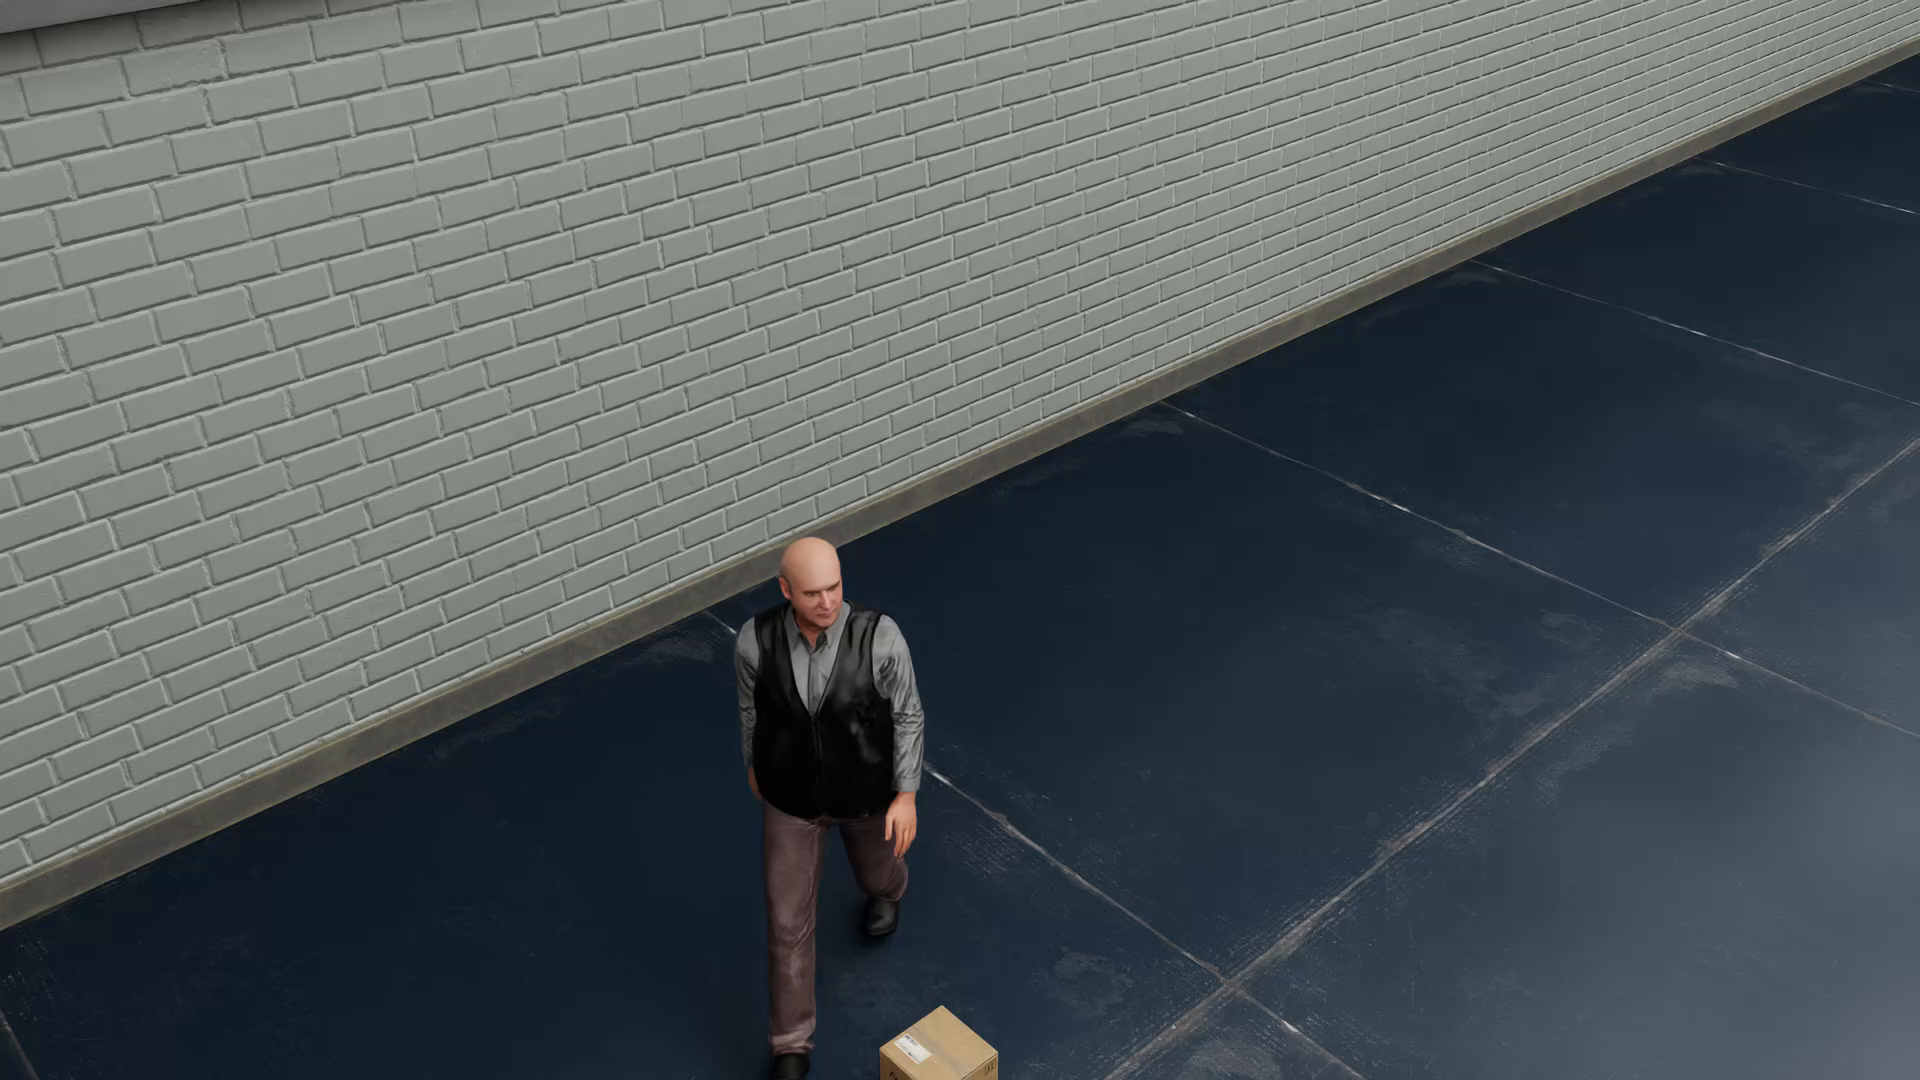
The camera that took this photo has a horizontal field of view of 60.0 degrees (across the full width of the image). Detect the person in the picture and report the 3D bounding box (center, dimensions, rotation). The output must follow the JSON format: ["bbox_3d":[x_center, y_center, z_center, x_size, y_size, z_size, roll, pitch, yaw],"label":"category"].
[{"bbox_3d":[-0.387,0.781,4.933,0.563,1.667,1.038,0,32,0],"label":"person"}]
